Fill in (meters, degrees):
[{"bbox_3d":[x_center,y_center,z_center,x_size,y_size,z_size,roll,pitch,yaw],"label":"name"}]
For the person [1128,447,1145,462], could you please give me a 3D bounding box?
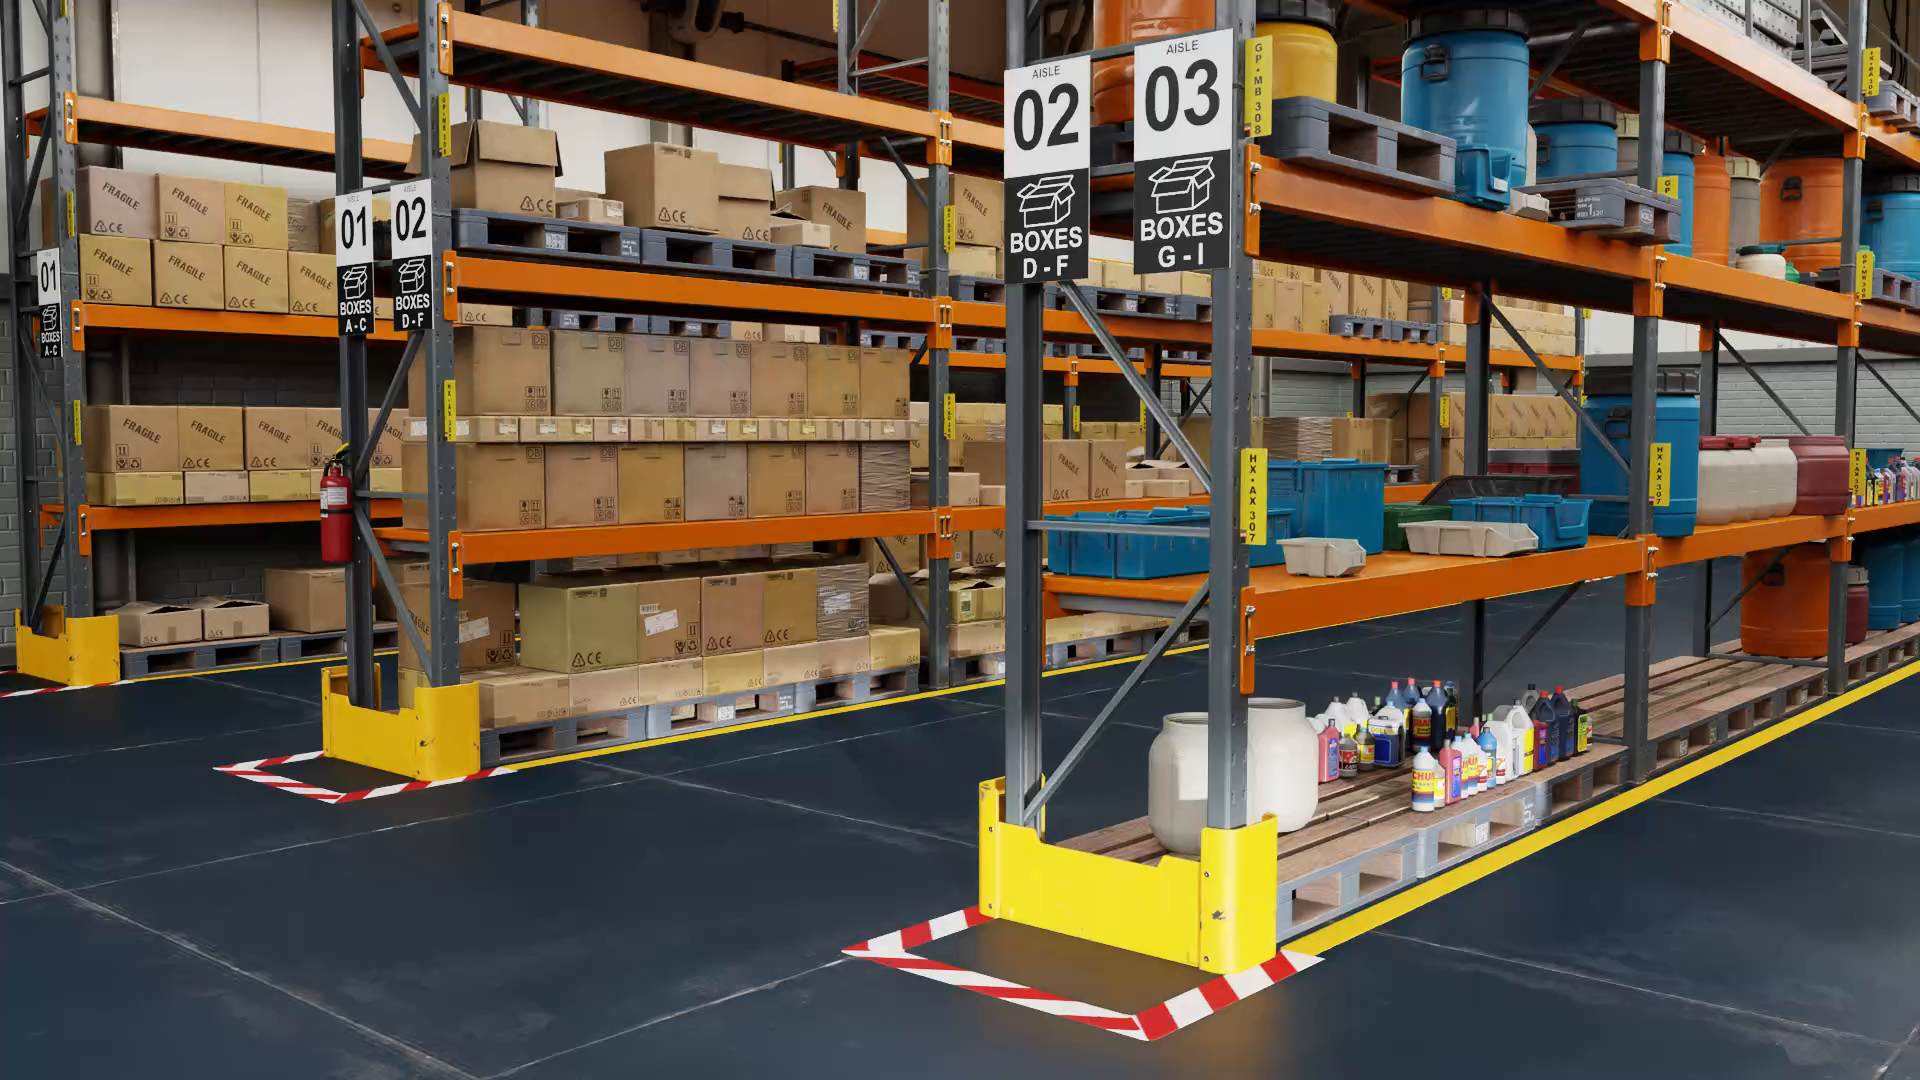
[{"bbox_3d":[2.070,-0.253,19.375,0.454,1.669,0.618,2,4,26],"label":"person"}]
